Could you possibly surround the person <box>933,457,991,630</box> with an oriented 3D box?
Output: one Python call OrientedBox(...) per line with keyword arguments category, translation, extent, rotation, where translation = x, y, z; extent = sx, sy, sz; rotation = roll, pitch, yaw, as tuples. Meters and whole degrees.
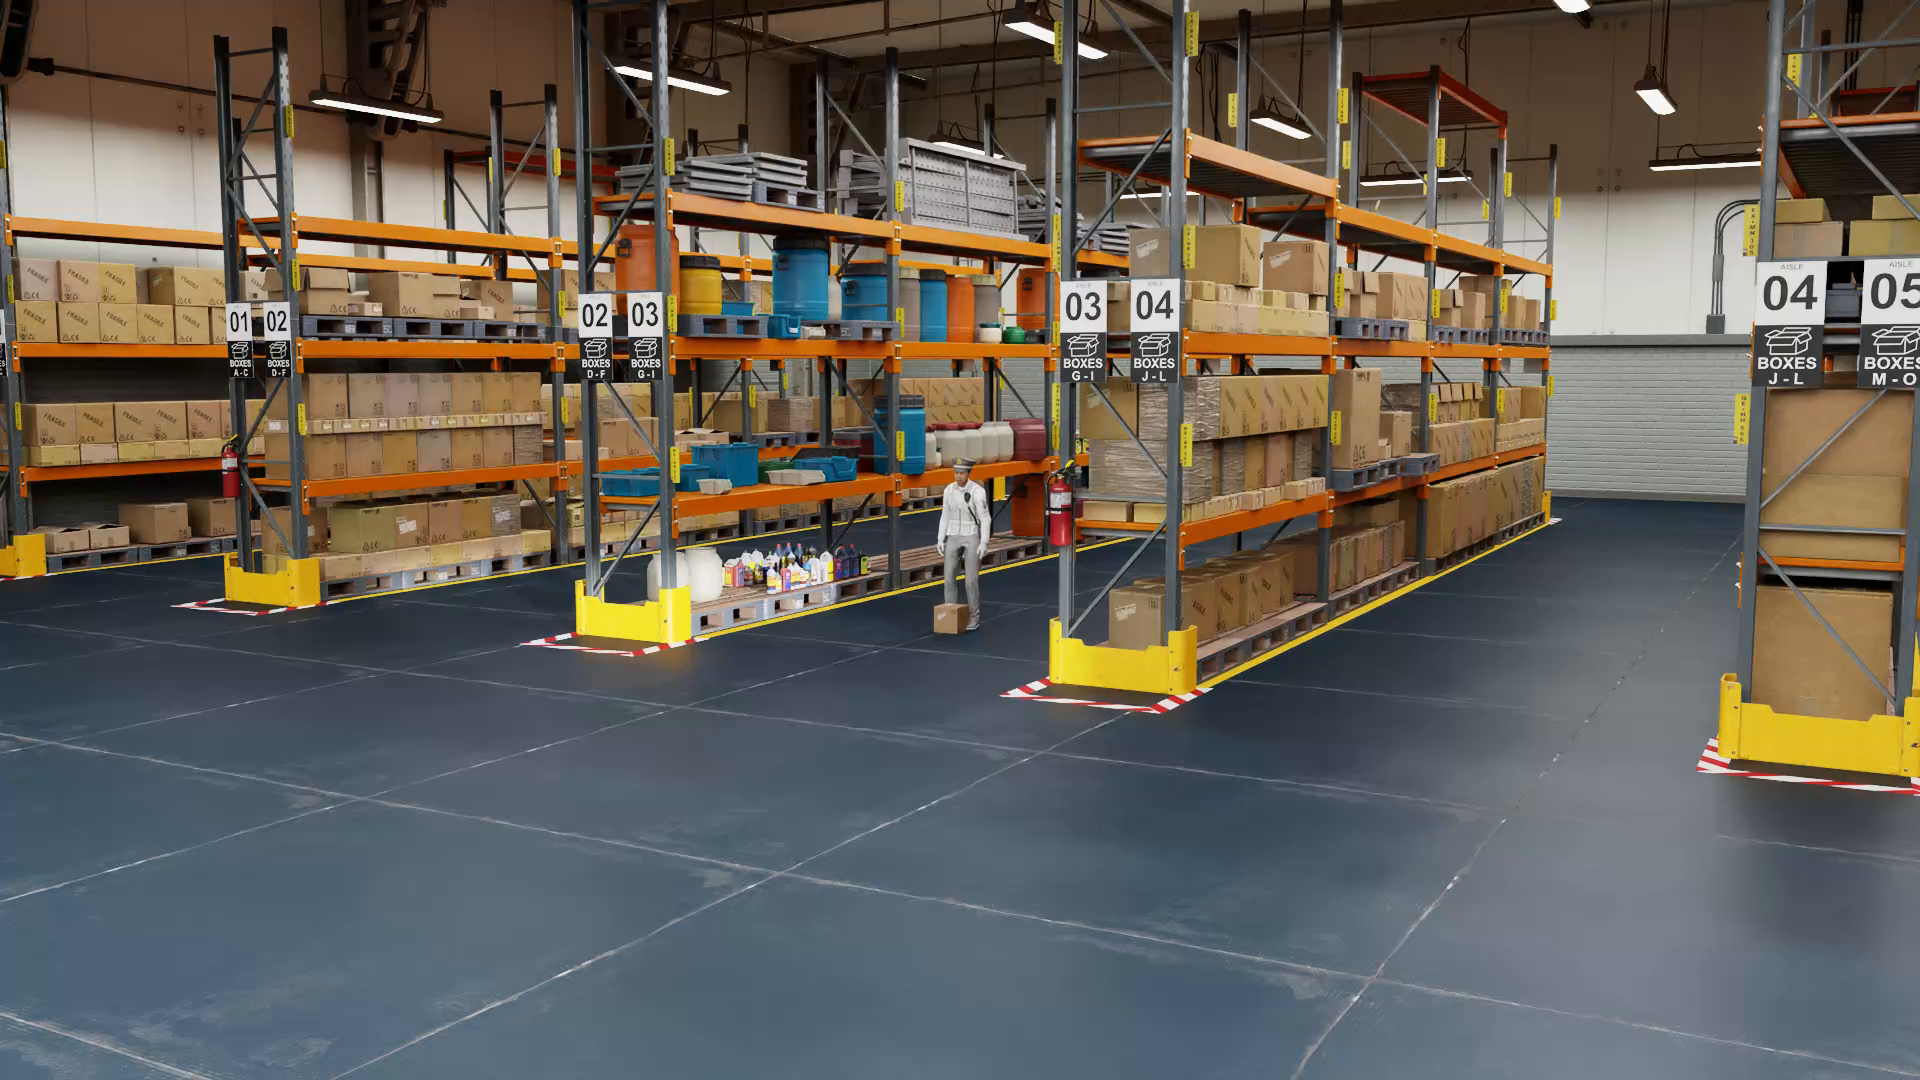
OrientedBox(category="person", translation=(0.031, 0.027, 16.081), extent=(0.539, 1.667, 0.369), rotation=(3, 7, 26))
